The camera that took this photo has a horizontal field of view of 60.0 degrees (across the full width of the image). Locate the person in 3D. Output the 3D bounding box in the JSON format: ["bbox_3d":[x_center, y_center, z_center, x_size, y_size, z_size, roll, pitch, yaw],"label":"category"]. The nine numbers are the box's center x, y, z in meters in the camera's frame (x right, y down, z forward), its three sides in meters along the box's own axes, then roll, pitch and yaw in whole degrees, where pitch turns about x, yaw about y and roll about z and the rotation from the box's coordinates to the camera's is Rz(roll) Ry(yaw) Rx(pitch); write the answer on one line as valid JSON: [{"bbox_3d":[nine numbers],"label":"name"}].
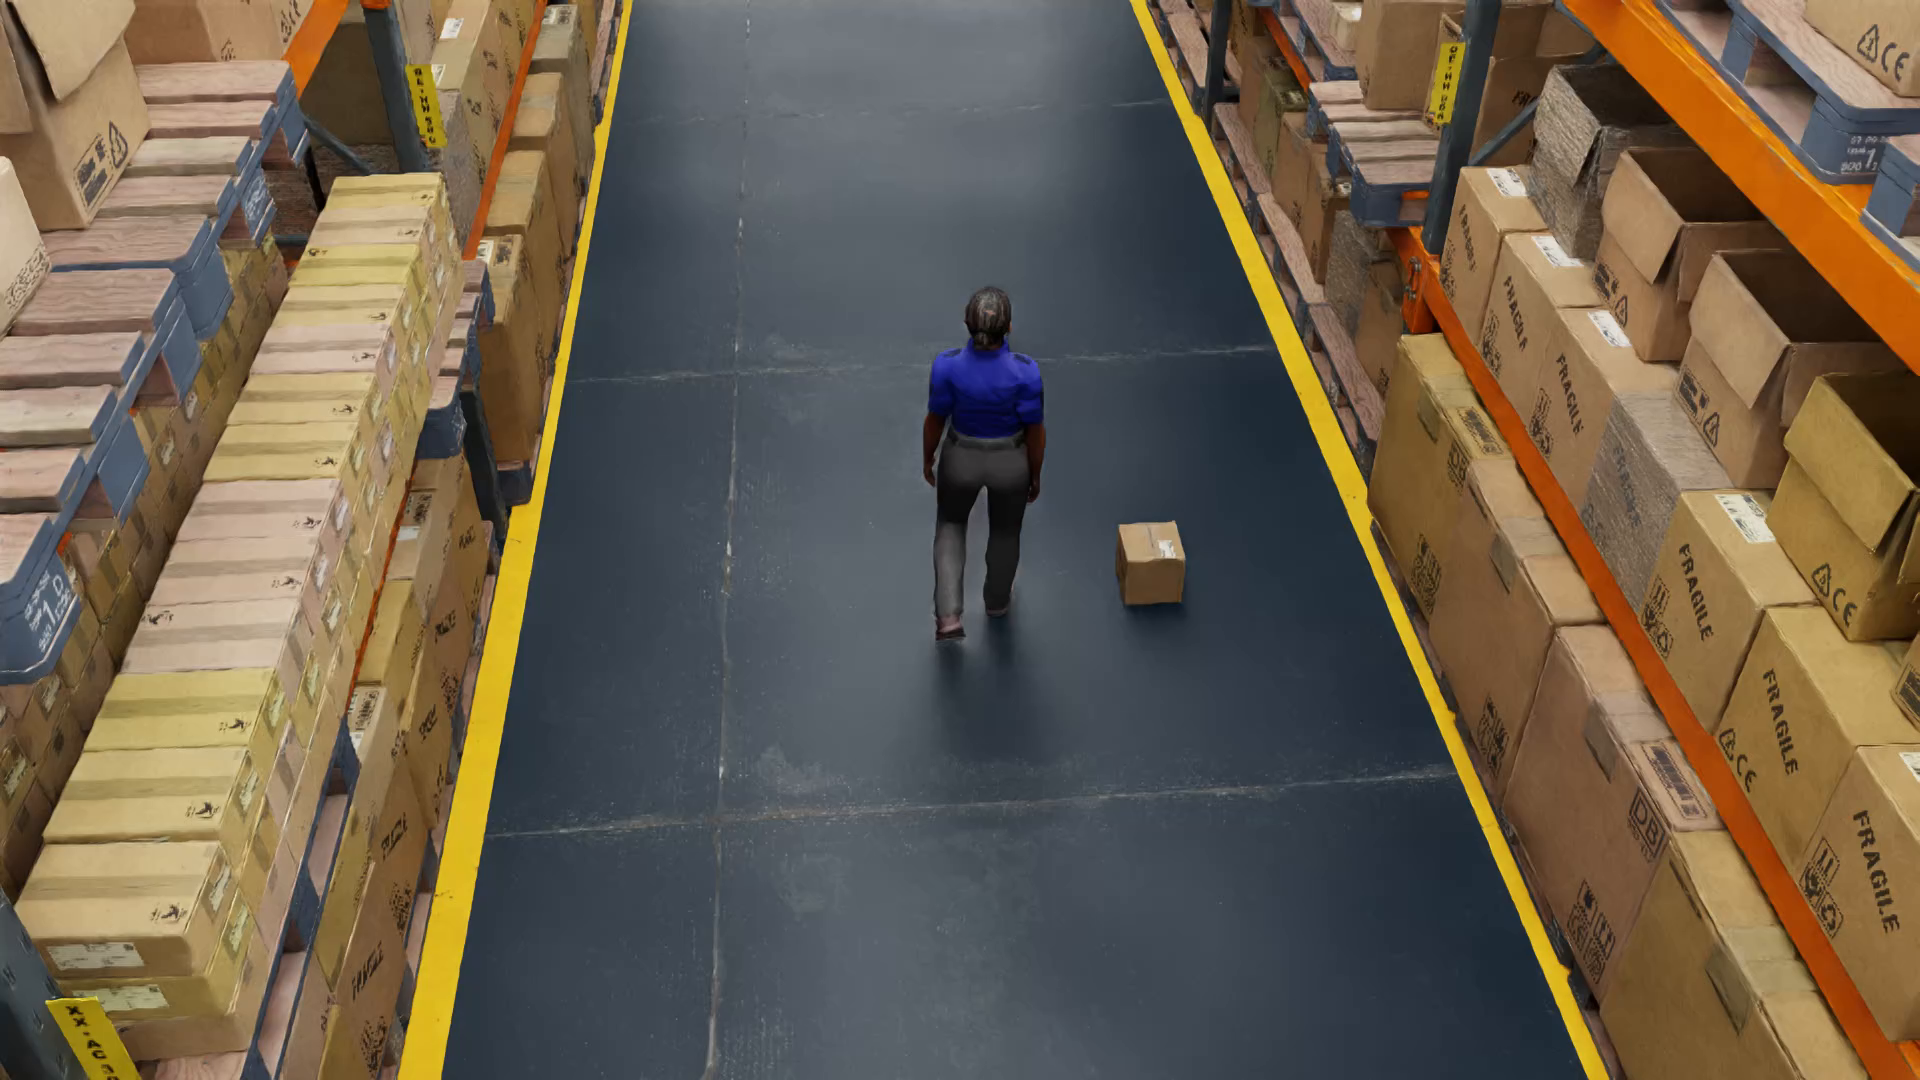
[{"bbox_3d":[0.091,-0.286,6.508,0.482,1.654,0.649,3,39,4],"label":"person"}]
